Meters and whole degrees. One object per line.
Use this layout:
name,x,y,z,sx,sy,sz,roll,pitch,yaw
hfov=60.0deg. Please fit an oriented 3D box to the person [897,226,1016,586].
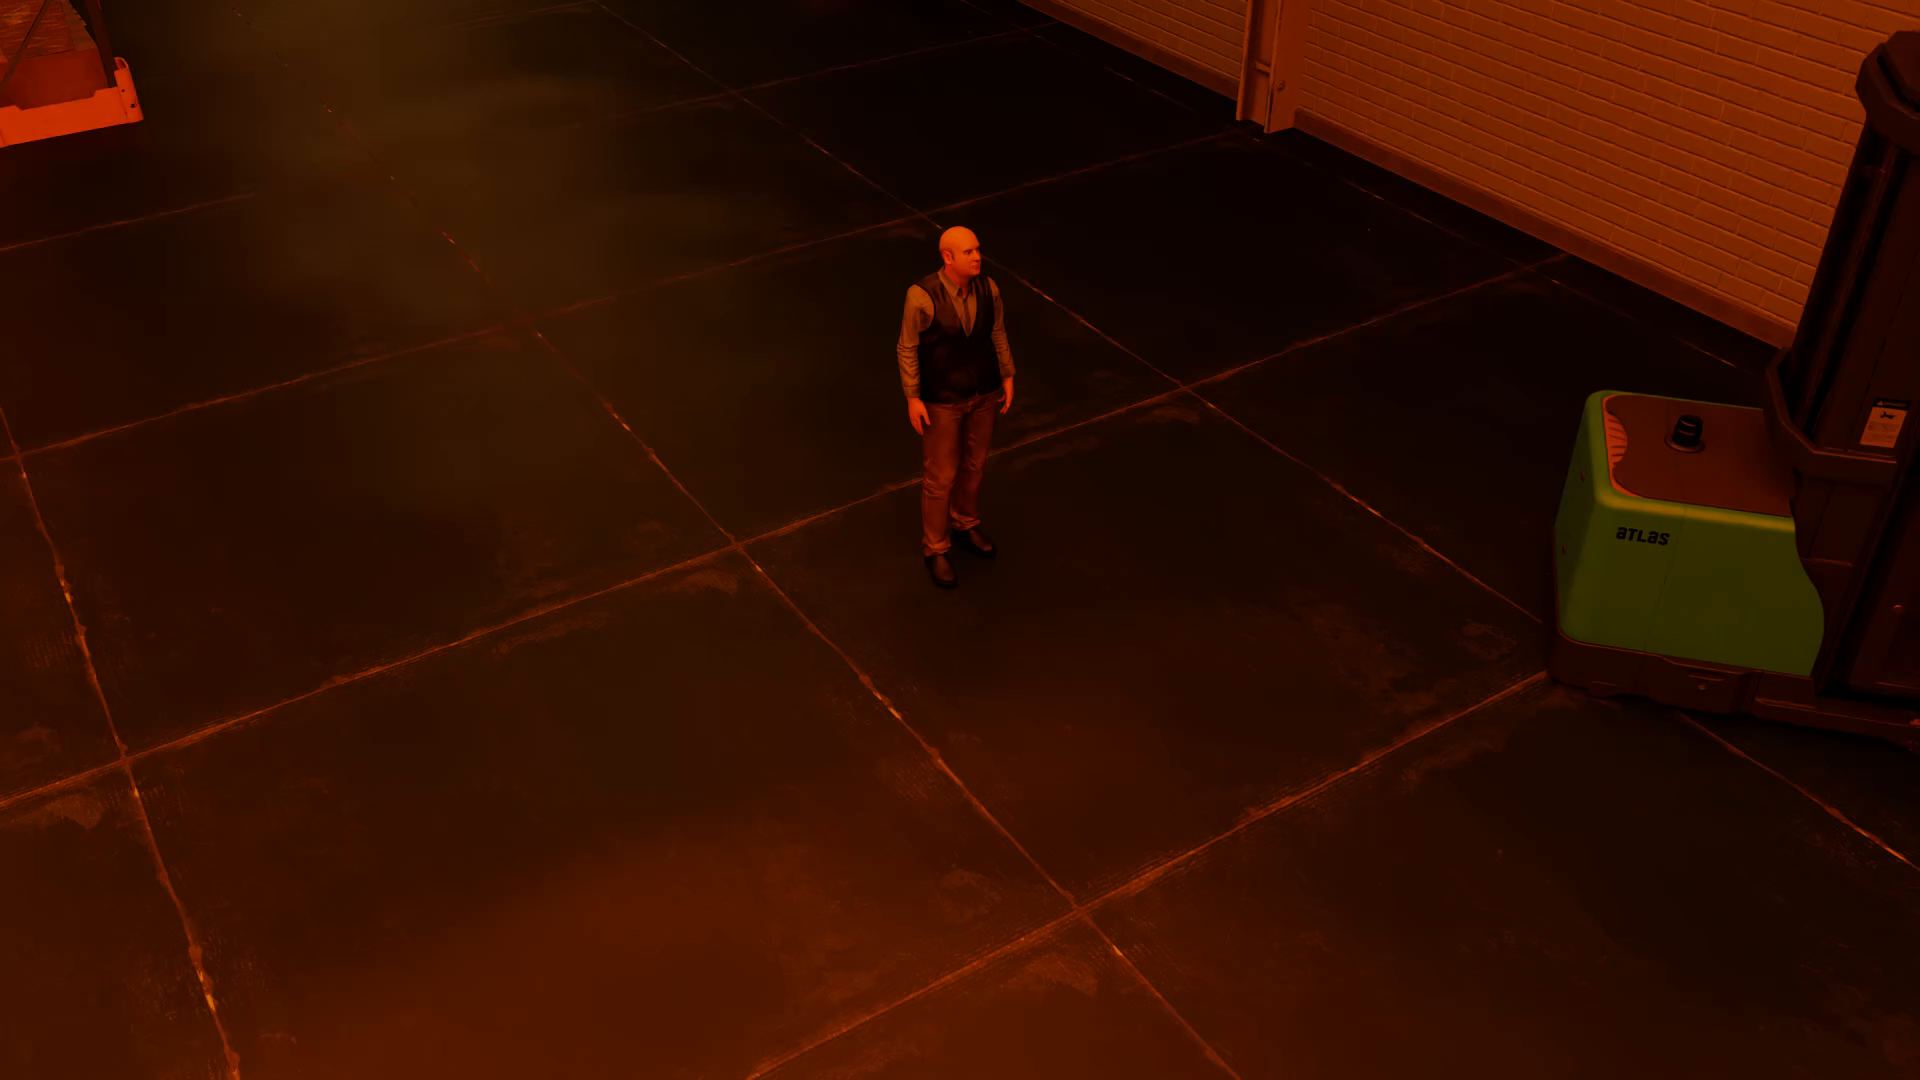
person,0.027,-0.678,8.152,0.632,1.720,0.568,-21,40,-27

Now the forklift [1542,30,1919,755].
forklift,4.297,-0.561,6.945,3.031,2.935,1.130,9,36,12
